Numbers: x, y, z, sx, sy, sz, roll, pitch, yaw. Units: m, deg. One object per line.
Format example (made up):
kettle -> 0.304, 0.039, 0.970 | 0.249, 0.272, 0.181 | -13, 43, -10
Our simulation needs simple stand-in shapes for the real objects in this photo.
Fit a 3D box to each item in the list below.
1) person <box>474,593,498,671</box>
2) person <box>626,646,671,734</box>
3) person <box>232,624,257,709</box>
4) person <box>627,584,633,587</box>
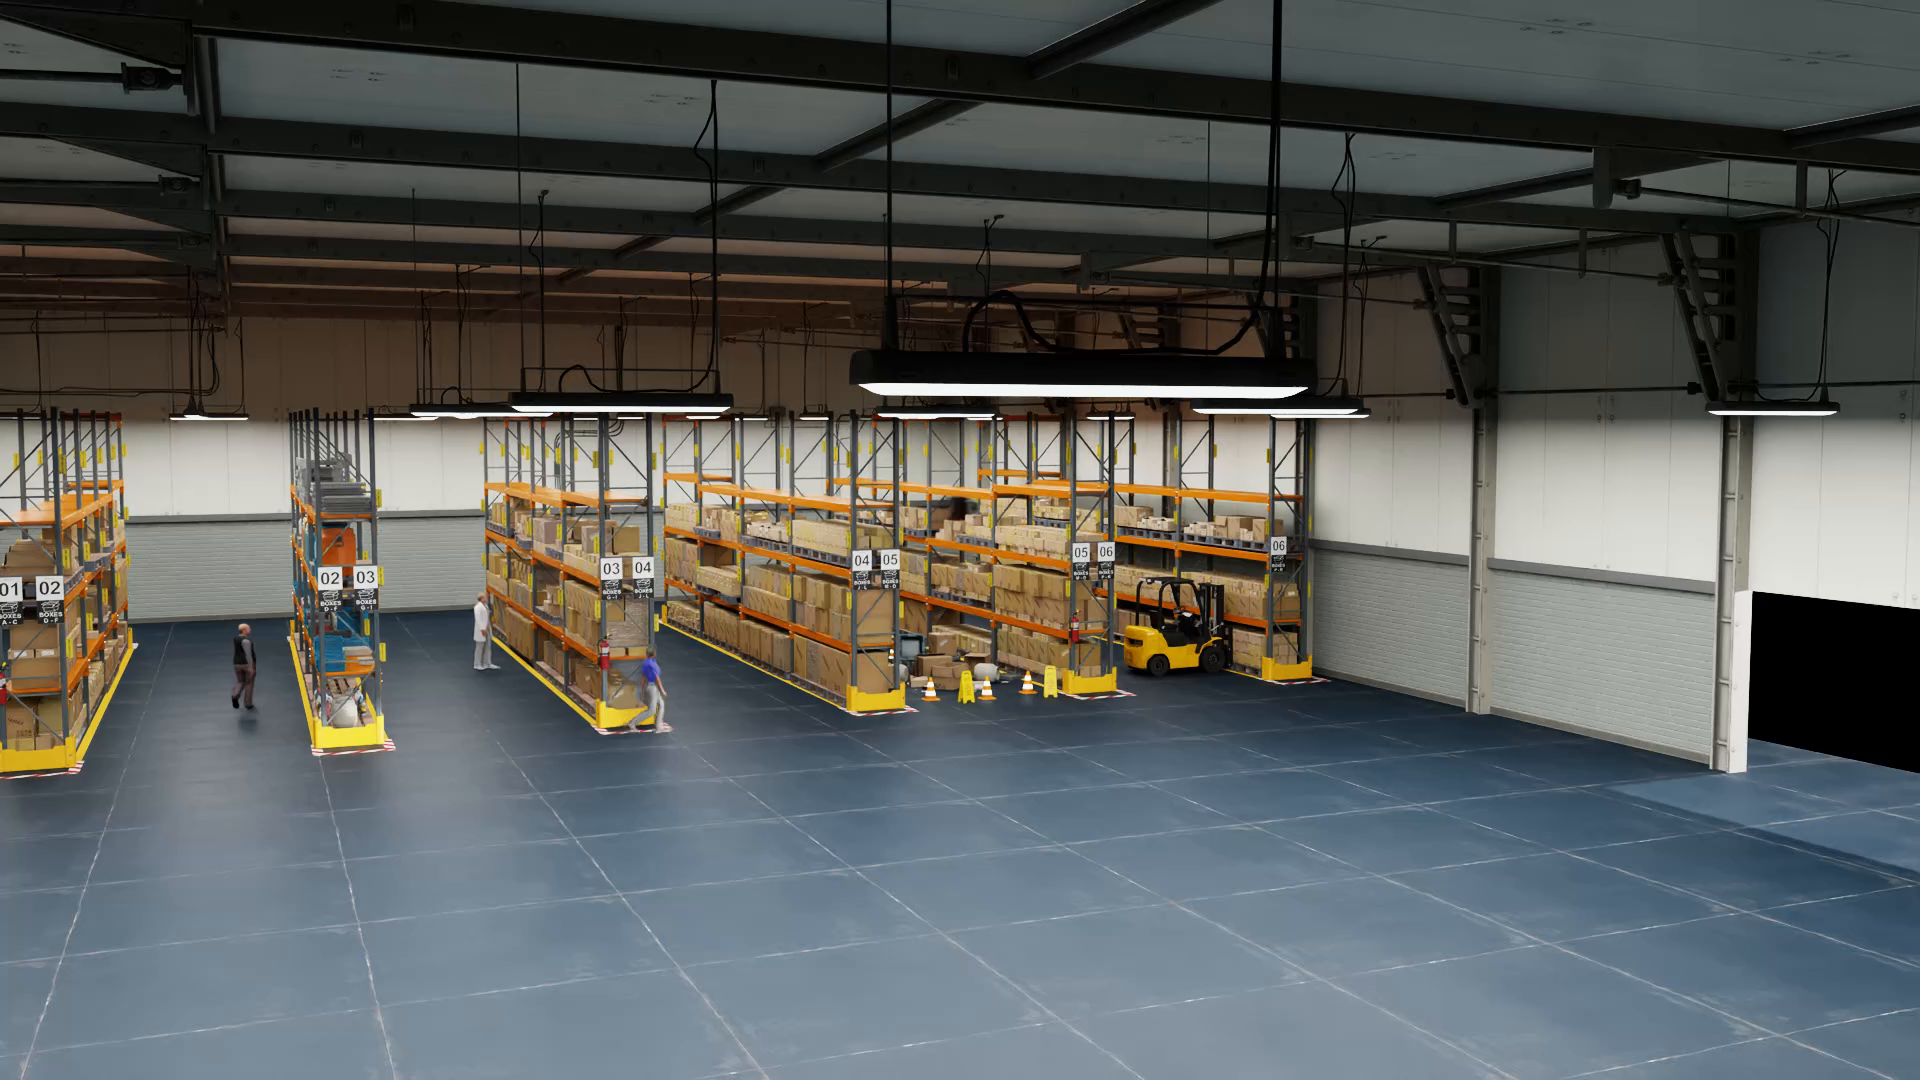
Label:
person -> -11.064, 2.126, 38.679 | 0.506, 1.793, 0.625 | 2, 4, 22
person -> -5.730, 2.759, 30.523 | 0.816, 1.614, 0.490 | -1, 4, -17
person -> -14.314, 2.525, 33.188 | 0.523, 1.714, 0.524 | 1, 4, 11
person -> -9.029, 1.606, 46.088 | 0.694, 1.723, 1.067 | -1, 4, -20
